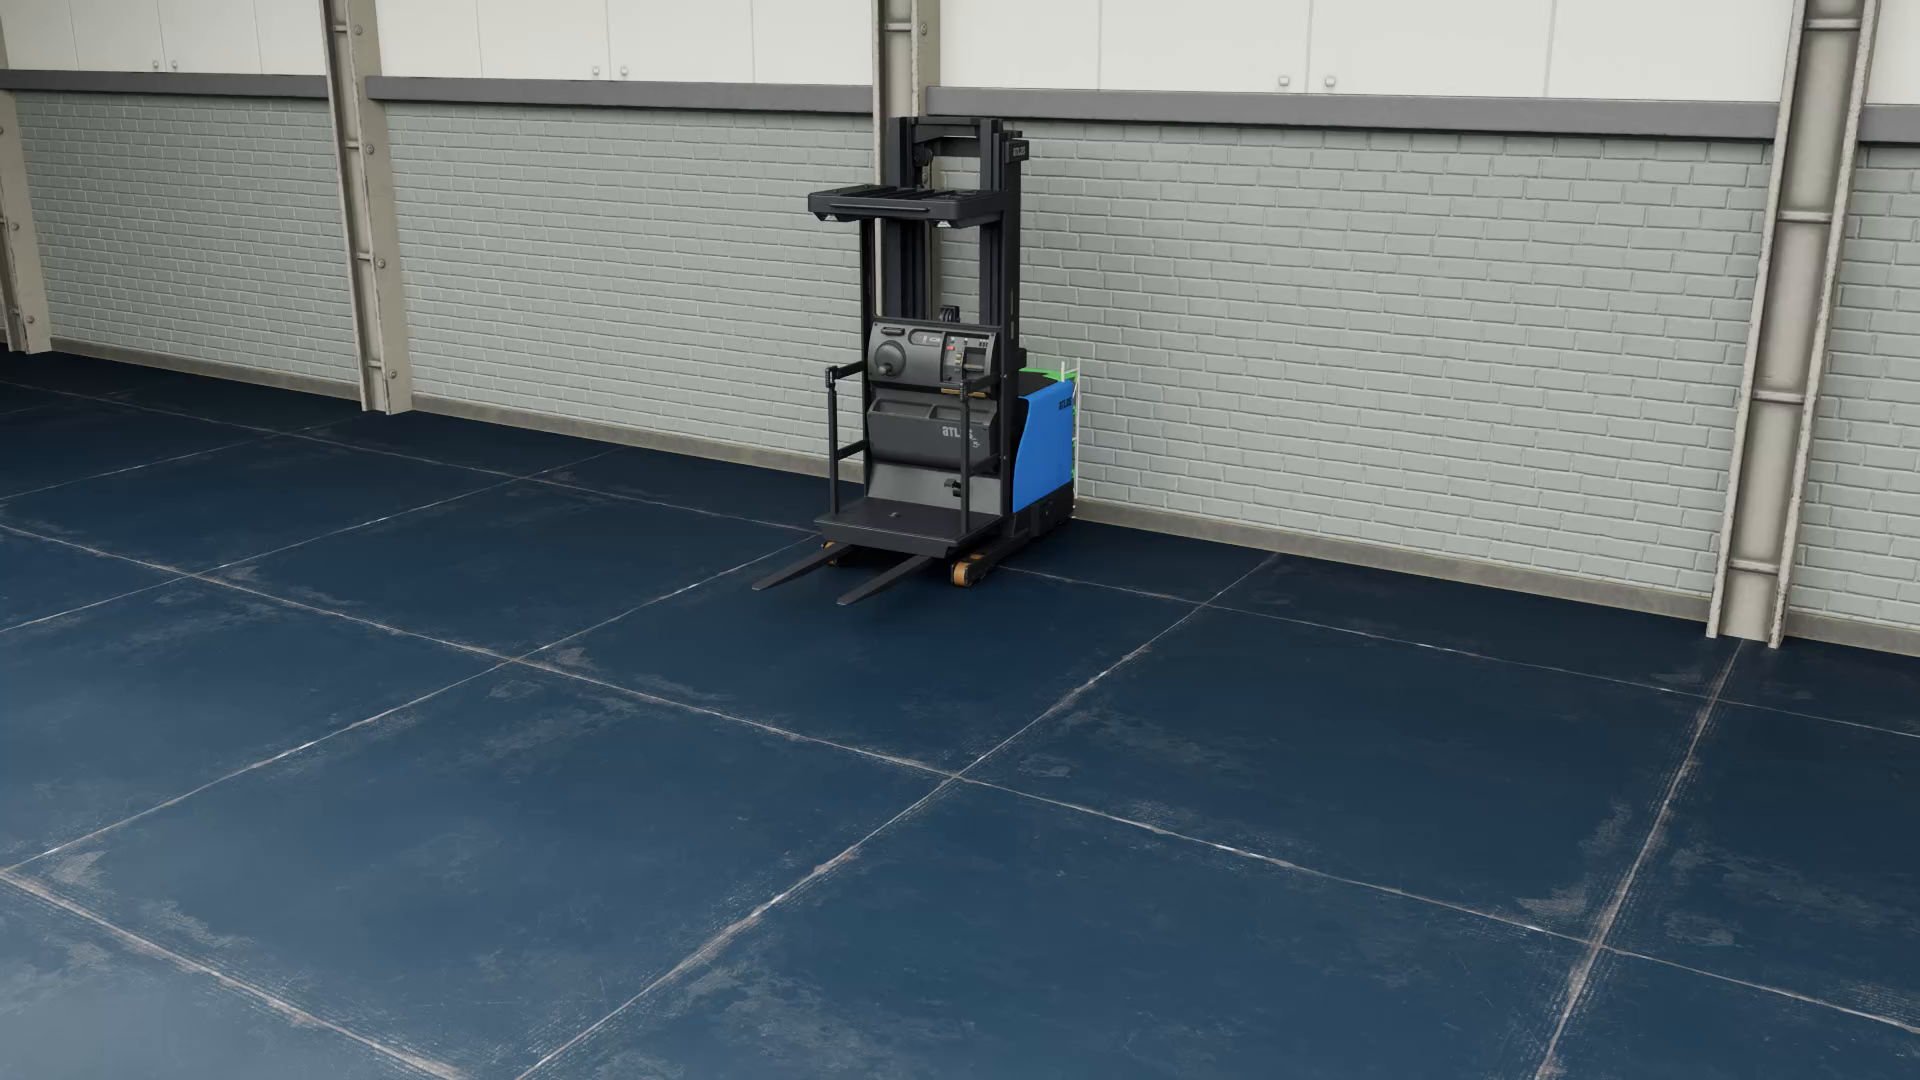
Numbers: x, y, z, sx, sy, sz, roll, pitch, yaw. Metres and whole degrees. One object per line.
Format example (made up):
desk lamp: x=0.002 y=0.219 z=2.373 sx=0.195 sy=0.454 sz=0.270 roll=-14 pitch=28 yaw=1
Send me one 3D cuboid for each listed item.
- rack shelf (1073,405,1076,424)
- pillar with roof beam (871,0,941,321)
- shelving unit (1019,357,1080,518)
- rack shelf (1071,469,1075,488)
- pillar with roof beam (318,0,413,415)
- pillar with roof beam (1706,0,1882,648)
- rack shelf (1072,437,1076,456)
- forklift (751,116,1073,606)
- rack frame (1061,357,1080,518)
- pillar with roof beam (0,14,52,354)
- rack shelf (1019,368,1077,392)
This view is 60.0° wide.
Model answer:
rack shelf: x=0.600 y=-0.934 z=12.244 sx=0.480 sy=0.148 sz=0.258 roll=11 pitch=19 yaw=33
pillar with roof beam: x=-2.642 y=-3.581 z=8.189 sx=0.400 sy=9.000 sz=9.100 roll=10 pitch=20 yaw=30
shelving unit: x=0.600 y=-0.764 z=12.293 sx=0.503 sy=1.200 sz=0.258 roll=11 pitch=19 yaw=33
rack shelf: x=0.599 y=-0.473 z=12.378 sx=0.480 sy=0.148 sz=0.258 roll=11 pitch=19 yaw=33
pillar with roof beam: x=-7.755 y=-4.494 z=11.193 sx=0.400 sy=9.000 sz=9.100 roll=10 pitch=20 yaw=30
pillar with roof beam: x=2.470 y=-2.669 z=5.184 sx=0.400 sy=9.000 sz=9.100 roll=10 pitch=20 yaw=30
rack shelf: x=0.600 y=-0.703 z=12.311 sx=0.480 sy=0.148 sz=0.258 roll=11 pitch=19 yaw=33
forklift: x=-0.286 y=-1.241 z=10.924 sx=1.130 sy=2.935 sz=3.031 roll=9 pitch=19 yaw=26
rack frame: x=0.800 y=-0.726 z=12.160 sx=0.015 sy=1.200 sz=0.240 roll=11 pitch=19 yaw=33
pillar with roof beam: x=-12.868 y=-5.407 z=14.198 sx=0.400 sy=9.000 sz=9.100 roll=10 pitch=20 yaw=30
rack shelf: x=0.601 y=-1.164 z=12.178 sx=0.480 sy=0.148 sz=0.258 roll=11 pitch=19 yaw=33
